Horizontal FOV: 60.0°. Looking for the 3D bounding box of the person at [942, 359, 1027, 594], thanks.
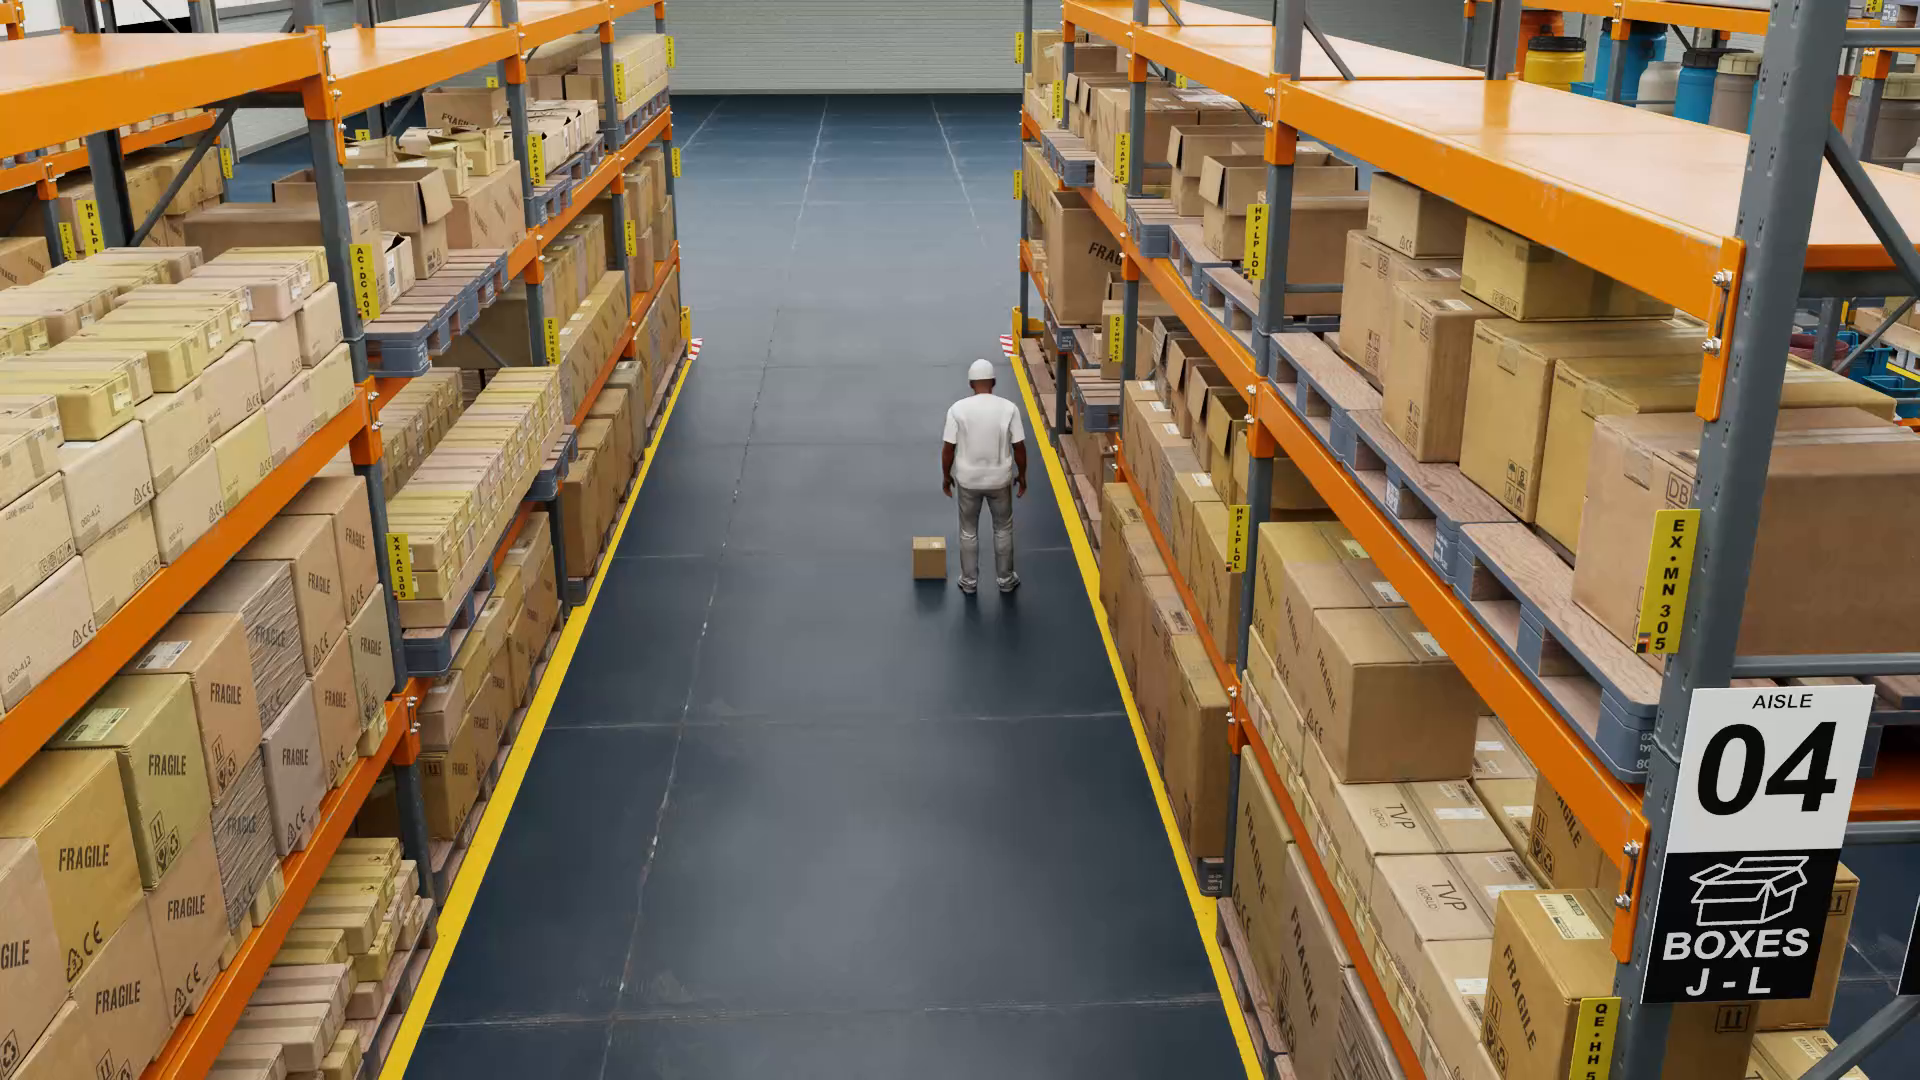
[{"bbox_3d":[0.182,-0.463,12.309,0.628,1.758,0.456,0,20,0],"label":"person"}]
